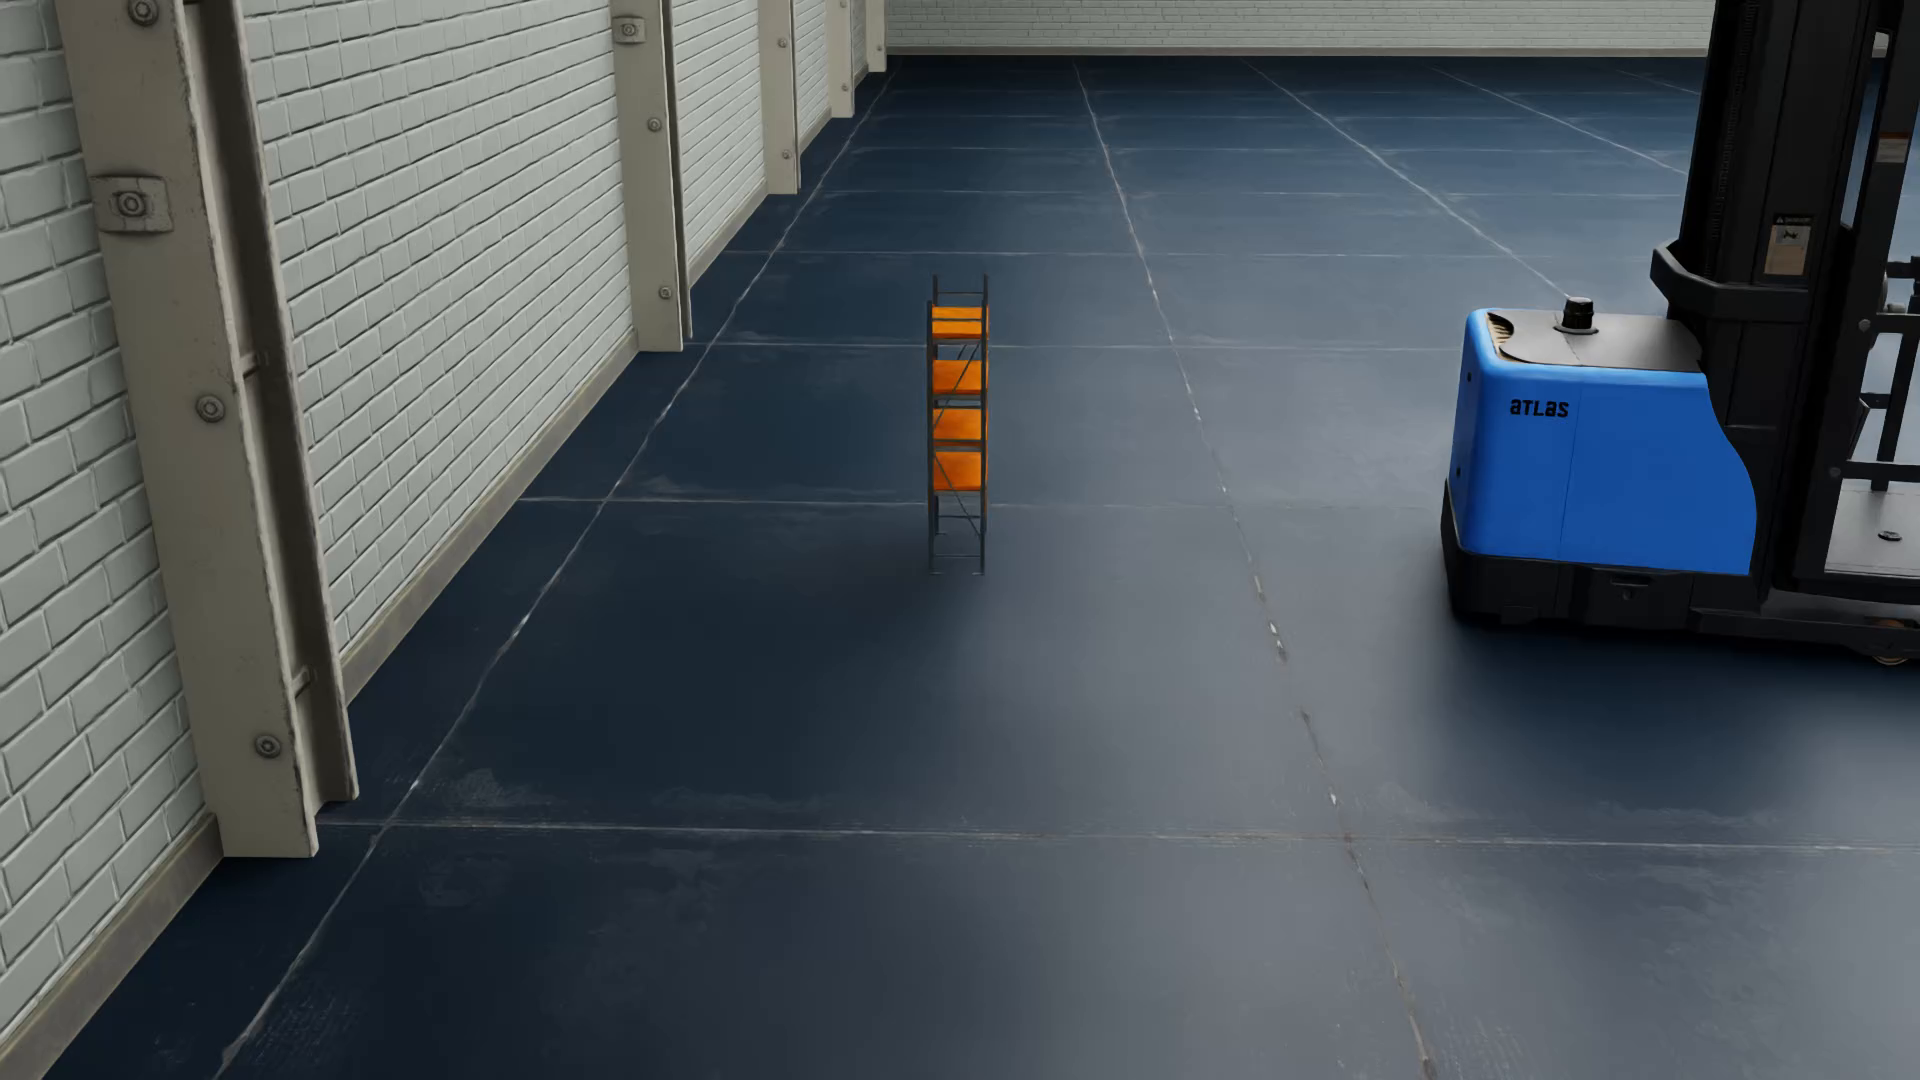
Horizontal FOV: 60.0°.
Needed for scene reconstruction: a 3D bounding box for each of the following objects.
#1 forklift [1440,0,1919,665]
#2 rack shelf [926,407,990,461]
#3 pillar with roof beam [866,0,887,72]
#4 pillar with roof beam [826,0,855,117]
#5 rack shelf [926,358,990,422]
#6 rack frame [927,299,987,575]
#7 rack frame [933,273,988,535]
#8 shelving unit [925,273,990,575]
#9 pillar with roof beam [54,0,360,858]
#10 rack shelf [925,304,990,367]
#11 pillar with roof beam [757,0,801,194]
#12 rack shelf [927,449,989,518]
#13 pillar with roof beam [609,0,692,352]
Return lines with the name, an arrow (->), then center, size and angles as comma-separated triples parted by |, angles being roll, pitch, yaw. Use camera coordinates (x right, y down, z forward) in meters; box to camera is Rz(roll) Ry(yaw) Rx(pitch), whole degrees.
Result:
forklift -> 3.548, -1.089, 6.283 | 3.031, 2.935, 1.130 | 4, 22, 11
rack shelf -> -0.005, -0.437, 7.182 | 0.258, 0.148, 0.480 | 1, 21, 2
pillar with roof beam -> 2.920, -11.935, 25.849 | 9.100, 9.000, 0.400 | 1, 21, 2
pillar with roof beam -> 2.738, -9.766, 20.258 | 9.100, 9.000, 0.400 | 1, 21, 2
rack shelf -> -0.005, -0.645, 7.101 | 0.258, 0.148, 0.480 | 1, 21, 2
rack frame -> -0.012, -0.411, 6.930 | 0.240, 1.200, 0.015 | 1, 21, 2
rack frame -> 0.002, -0.588, 7.385 | 0.240, 1.200, 0.015 | 1, 21, 2
shelving unit -> -0.005, -0.500, 7.158 | 0.258, 1.200, 0.503 | 1, 21, 2
pillar with roof beam -> 2.190, -3.258, 3.484 | 9.100, 9.000, 0.400 | 1, 21, 2
rack shelf -> -0.005, -0.866, 7.015 | 0.258, 0.148, 0.480 | 1, 21, 2
pillar with roof beam -> 2.555, -7.596, 14.667 | 9.100, 9.000, 0.400 | 1, 21, 2
rack shelf -> -0.005, -0.252, 7.254 | 0.258, 0.148, 0.480 | 1, 21, 2
pillar with roof beam -> 2.373, -5.427, 9.076 | 9.100, 9.000, 0.400 | 1, 21, 2
